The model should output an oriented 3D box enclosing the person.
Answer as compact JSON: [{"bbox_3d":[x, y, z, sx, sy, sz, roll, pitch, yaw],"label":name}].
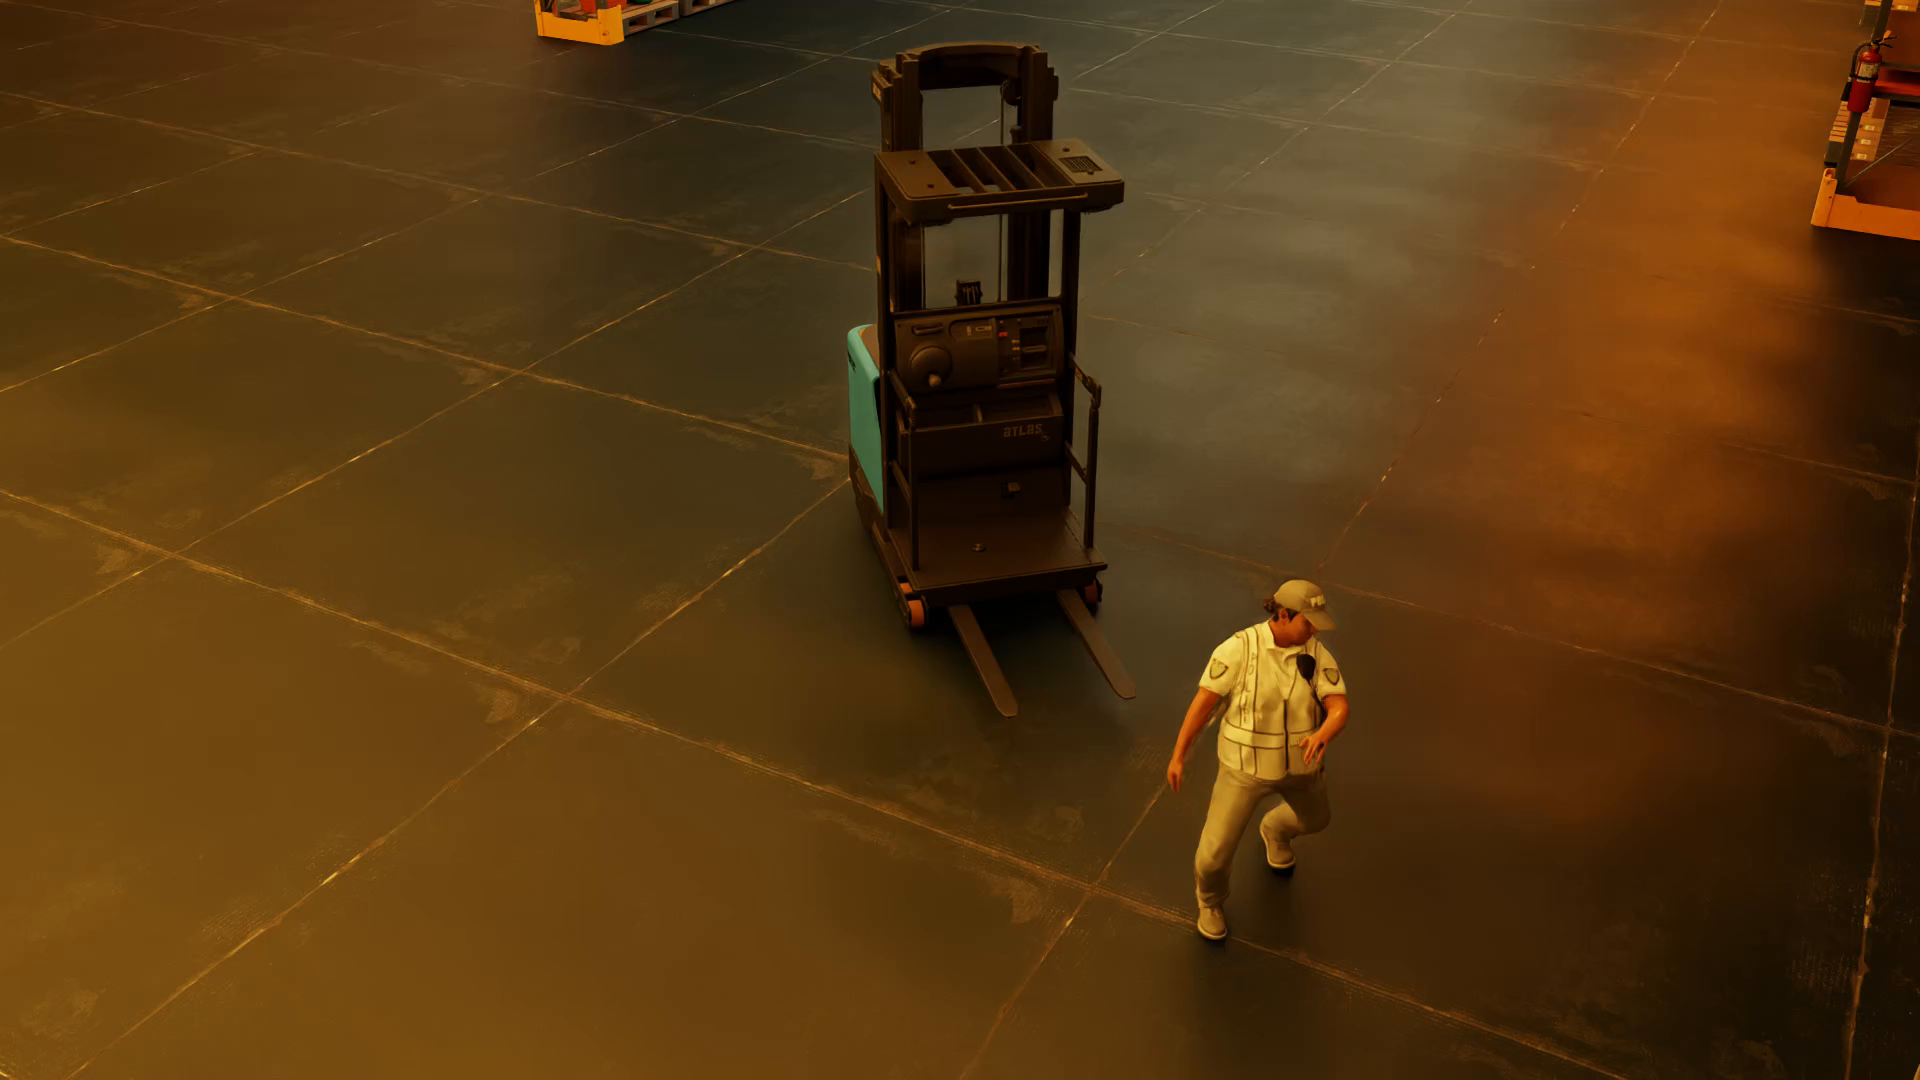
[{"bbox_3d":[1.223,0.936,6.844,0.789,1.519,0.837,-9,31,-15],"label":"person"}]

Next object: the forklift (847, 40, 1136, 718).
[{"bbox_3d":[0.165,-0.991,8.787,1.130,2.935,3.031,-7,31,-13],"label":"forklift"}]
